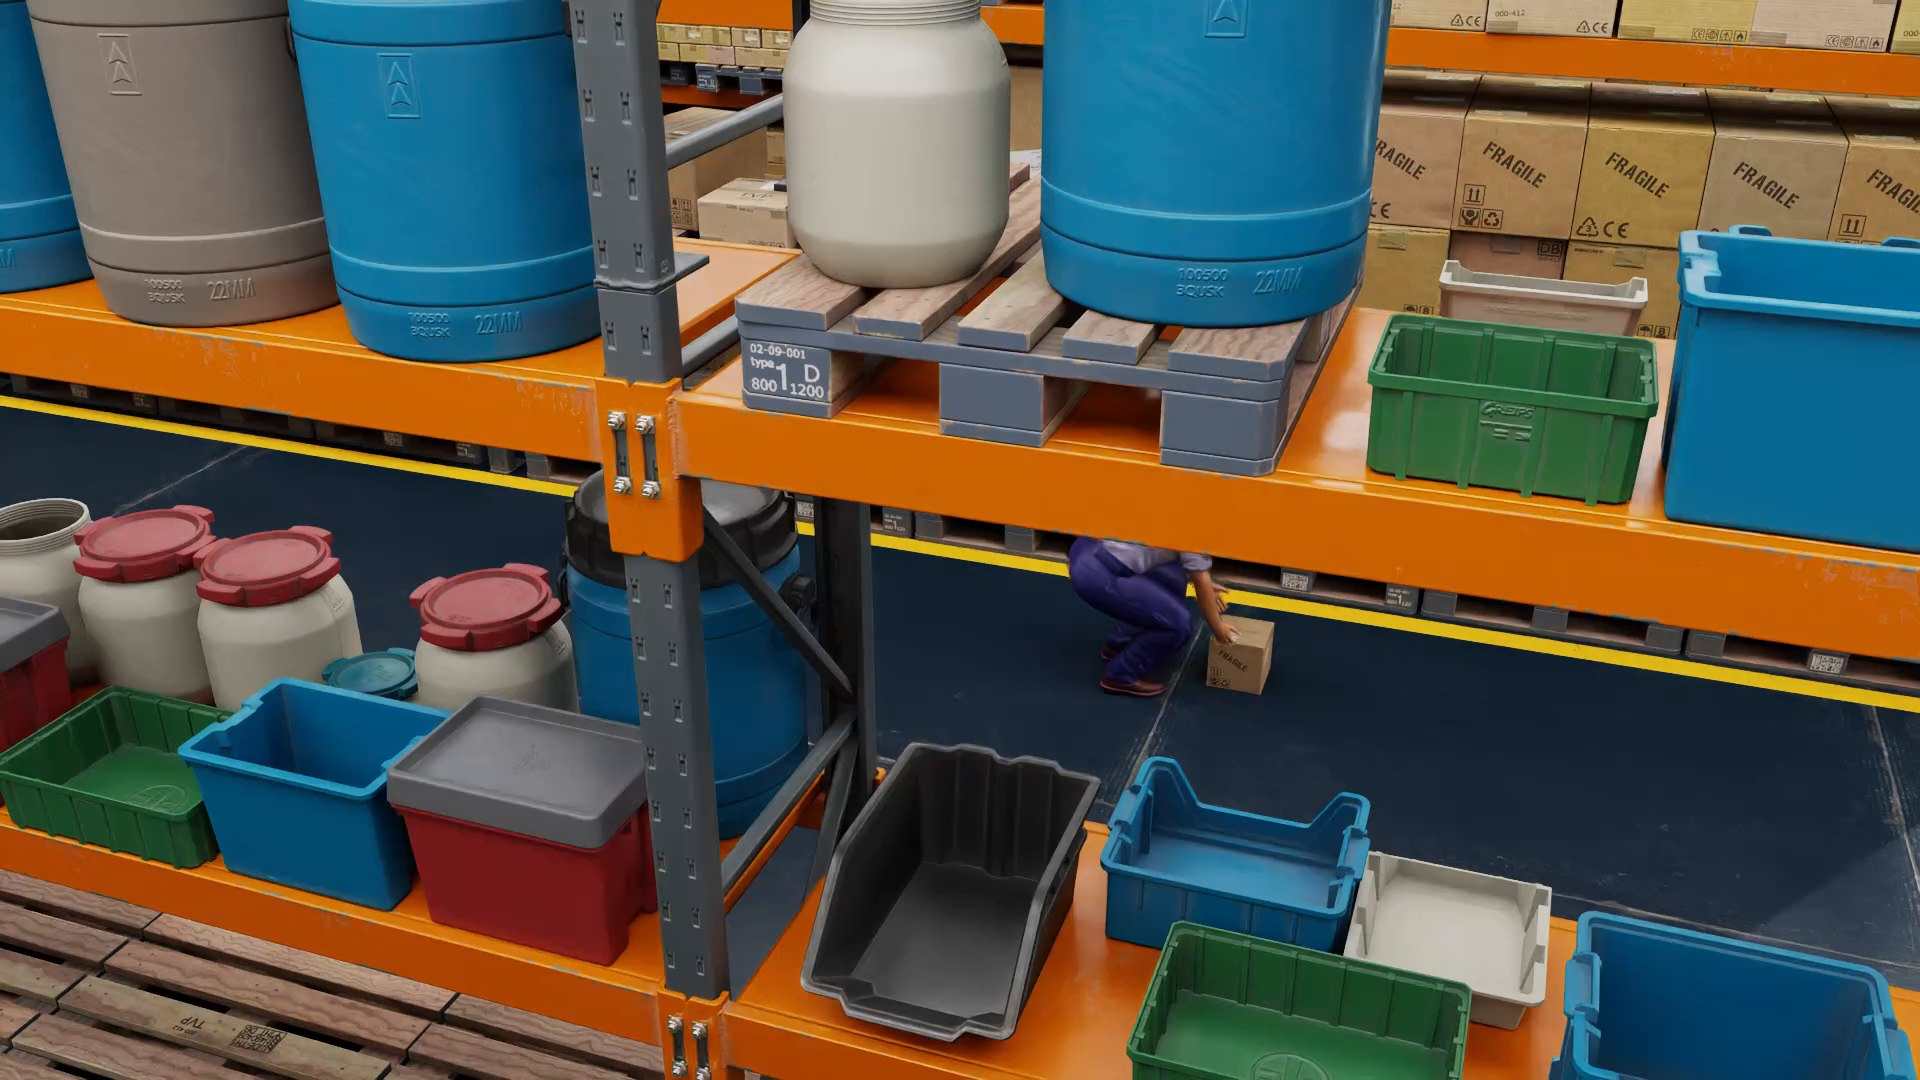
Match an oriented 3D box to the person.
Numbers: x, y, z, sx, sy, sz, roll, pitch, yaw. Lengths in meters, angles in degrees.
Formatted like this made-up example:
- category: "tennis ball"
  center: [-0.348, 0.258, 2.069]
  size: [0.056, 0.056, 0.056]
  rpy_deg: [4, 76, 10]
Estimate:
- category: "person"
  center: [0.881, 0.144, 7.512]
  size: [0.785, 1.060, 0.535]
  rpy_deg: [1, 26, 3]
